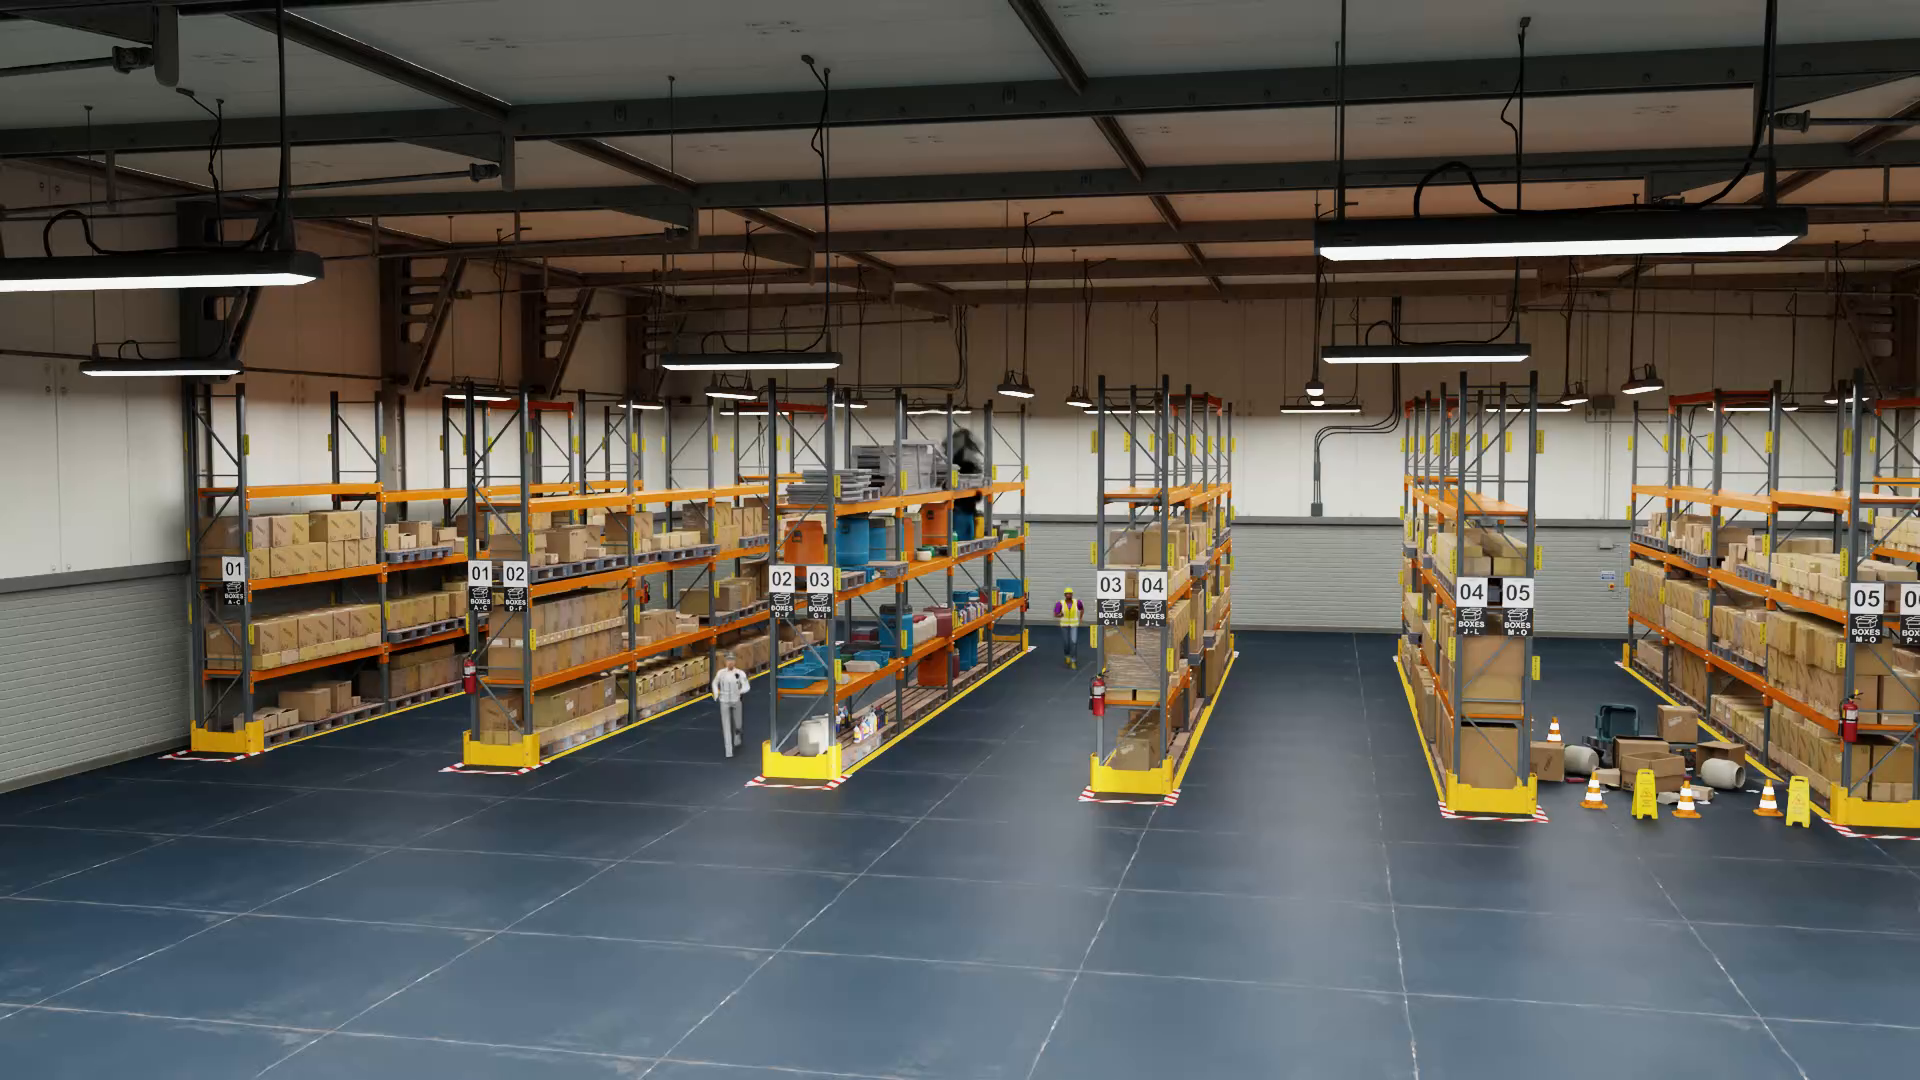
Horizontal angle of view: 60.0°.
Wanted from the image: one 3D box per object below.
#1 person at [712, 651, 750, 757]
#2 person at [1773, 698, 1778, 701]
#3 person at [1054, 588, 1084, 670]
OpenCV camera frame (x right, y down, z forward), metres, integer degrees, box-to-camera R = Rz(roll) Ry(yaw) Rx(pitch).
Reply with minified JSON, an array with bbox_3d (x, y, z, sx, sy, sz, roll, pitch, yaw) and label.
[{"bbox_3d":[-3.716,2.629,26.901,0.614,1.660,0.823,0,3,-5],"label":"person"},{"bbox_3d":[15.938,2.292,32.351,0.696,1.718,0.605,0,3,8],"label":"person"},{"bbox_3d":[2.448,1.977,37.437,0.681,1.824,0.830,0,3,4],"label":"person"}]
